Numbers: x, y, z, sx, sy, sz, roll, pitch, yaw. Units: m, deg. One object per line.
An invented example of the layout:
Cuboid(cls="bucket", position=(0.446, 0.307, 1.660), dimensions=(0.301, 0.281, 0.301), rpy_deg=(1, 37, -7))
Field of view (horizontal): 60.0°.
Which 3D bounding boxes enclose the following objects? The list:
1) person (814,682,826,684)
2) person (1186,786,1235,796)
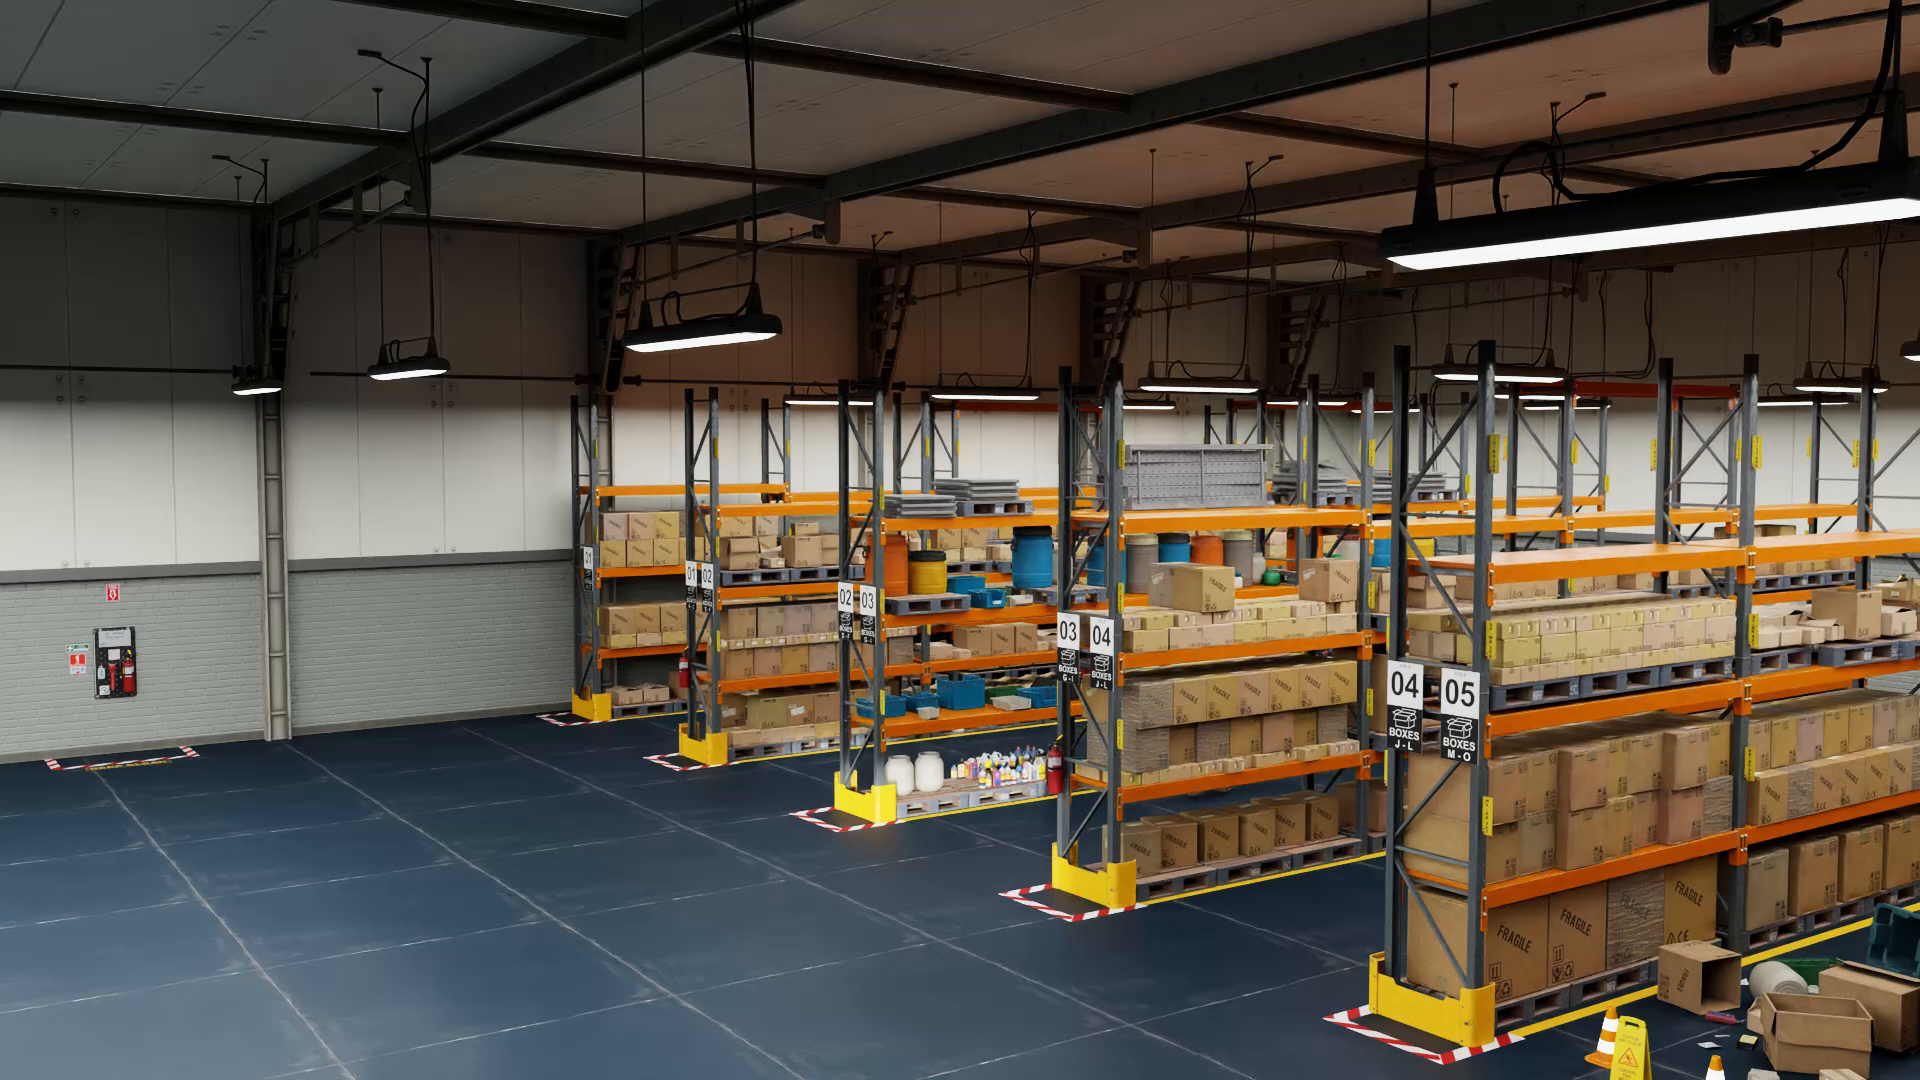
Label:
Cuboid(cls="person", position=(-2.510, 2.491, 29.967), dimensions=(0.684, 1.744, 0.601), rpy_deg=(-1, 4, -21))
Cuboid(cls="person", position=(3.612, 2.877, 24.157), dimensions=(0.919, 1.616, 0.474), rpy_deg=(-1, 4, -20))
